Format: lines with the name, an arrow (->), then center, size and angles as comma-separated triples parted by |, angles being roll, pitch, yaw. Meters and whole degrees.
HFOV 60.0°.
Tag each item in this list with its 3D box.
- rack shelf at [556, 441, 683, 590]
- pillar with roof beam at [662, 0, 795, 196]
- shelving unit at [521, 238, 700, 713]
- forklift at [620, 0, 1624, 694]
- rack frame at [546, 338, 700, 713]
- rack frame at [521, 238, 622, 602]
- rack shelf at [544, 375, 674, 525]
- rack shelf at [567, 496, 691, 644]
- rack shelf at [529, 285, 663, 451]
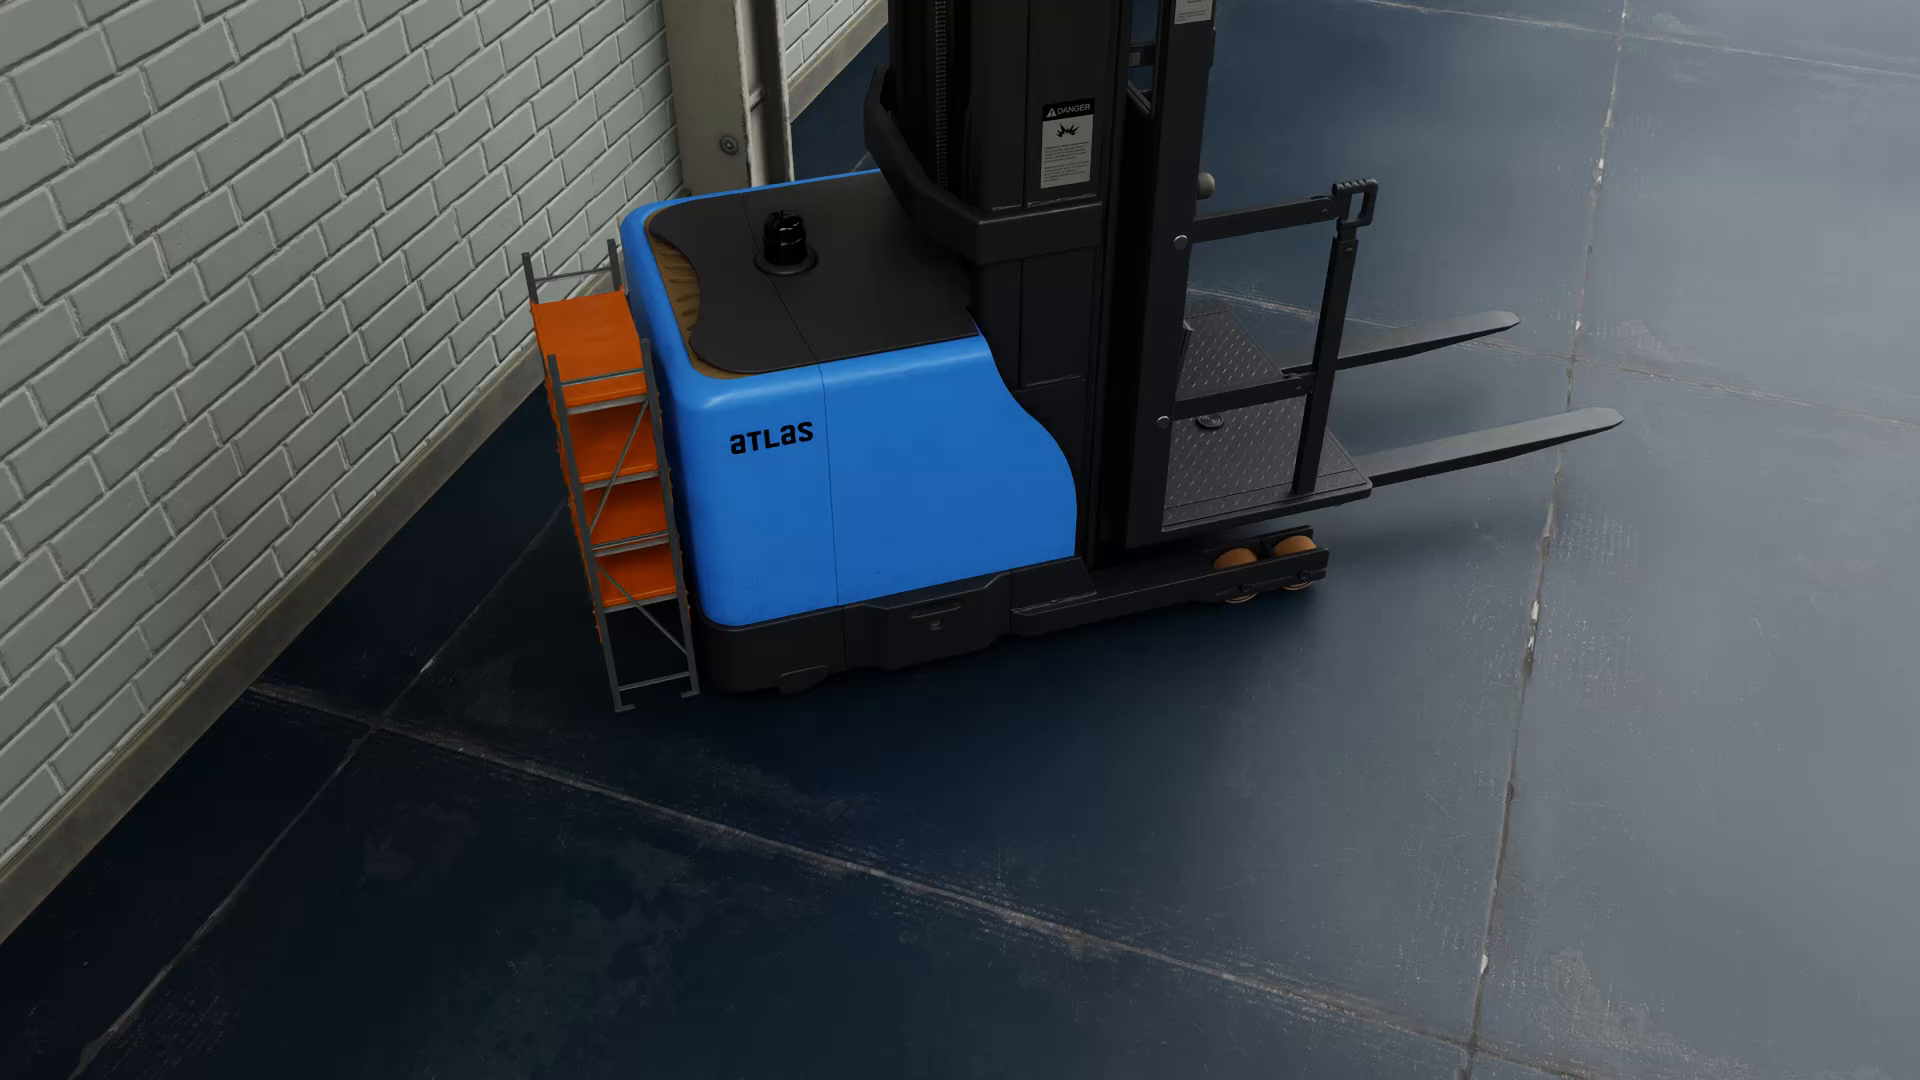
rack shelf -> -0.933, -0.097, 4.543 | 0.258, 0.148, 0.480 | -12, 42, -14
pillar with roof beam -> 3.145, -3.851, 2.830 | 9.100, 9.000, 0.400 | 13, 42, 15
shelving unit -> -0.933, -0.148, 4.499 | 0.258, 1.200, 0.503 | -12, 42, -14
forklift -> 0.601, -1.240, 4.445 | 3.031, 2.935, 1.130 | -12, 42, -13
rack frame -> -0.856, 0.002, 4.323 | 0.240, 1.200, 0.015 | -12, 42, -14
rack frame -> -1.009, -0.299, 4.676 | 0.240, 1.200, 0.015 | -12, 42, -14
rack shelf -> -0.933, -0.267, 4.398 | 0.258, 0.148, 0.480 | -12, 42, -14
rack shelf -> -0.933, 0.054, 4.672 | 0.258, 0.148, 0.480 | -12, 42, -14
rack shelf -> -0.933, -0.447, 4.244 | 0.258, 0.148, 0.480 | -12, 42, -14
